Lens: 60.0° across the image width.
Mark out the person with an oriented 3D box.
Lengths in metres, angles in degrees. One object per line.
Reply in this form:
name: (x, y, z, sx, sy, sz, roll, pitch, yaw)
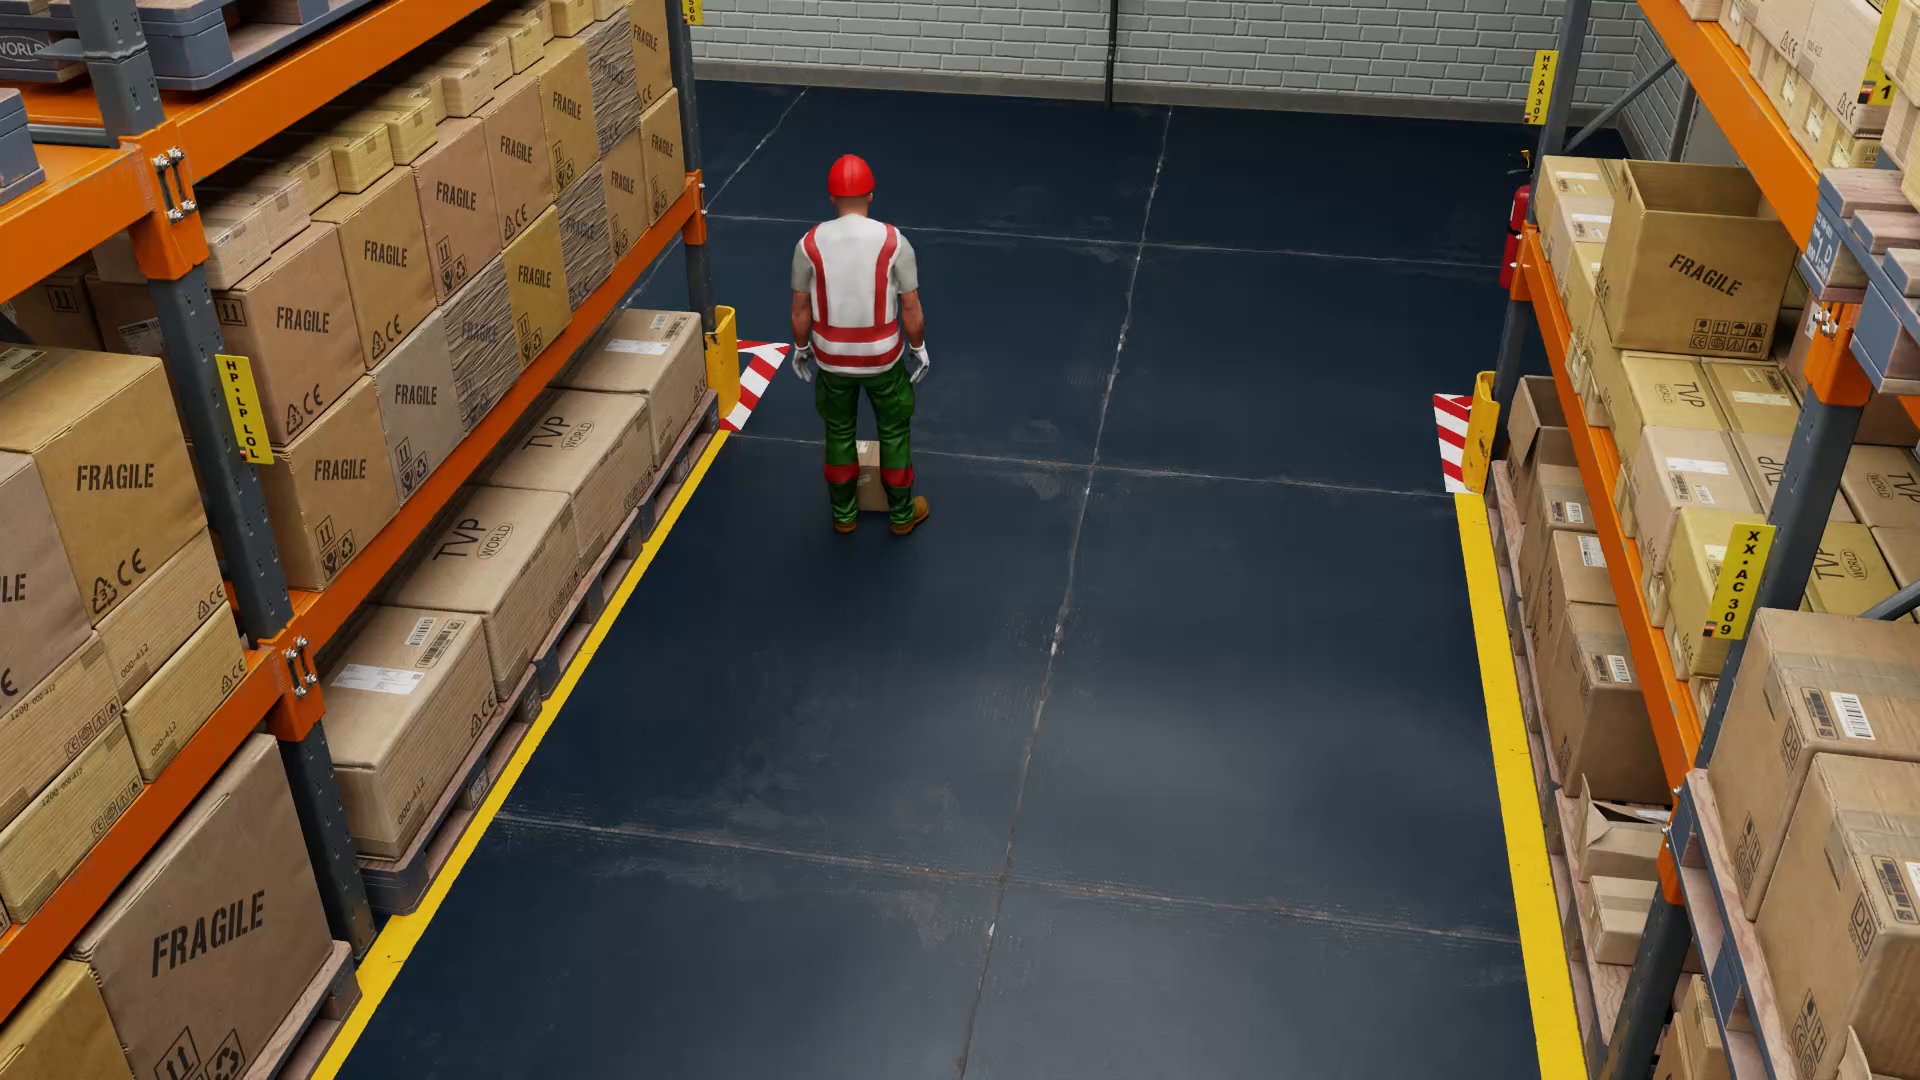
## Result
person: (-0.448, -0.840, 7.461, 0.619, 1.779, 0.450, 2, 32, 4)
